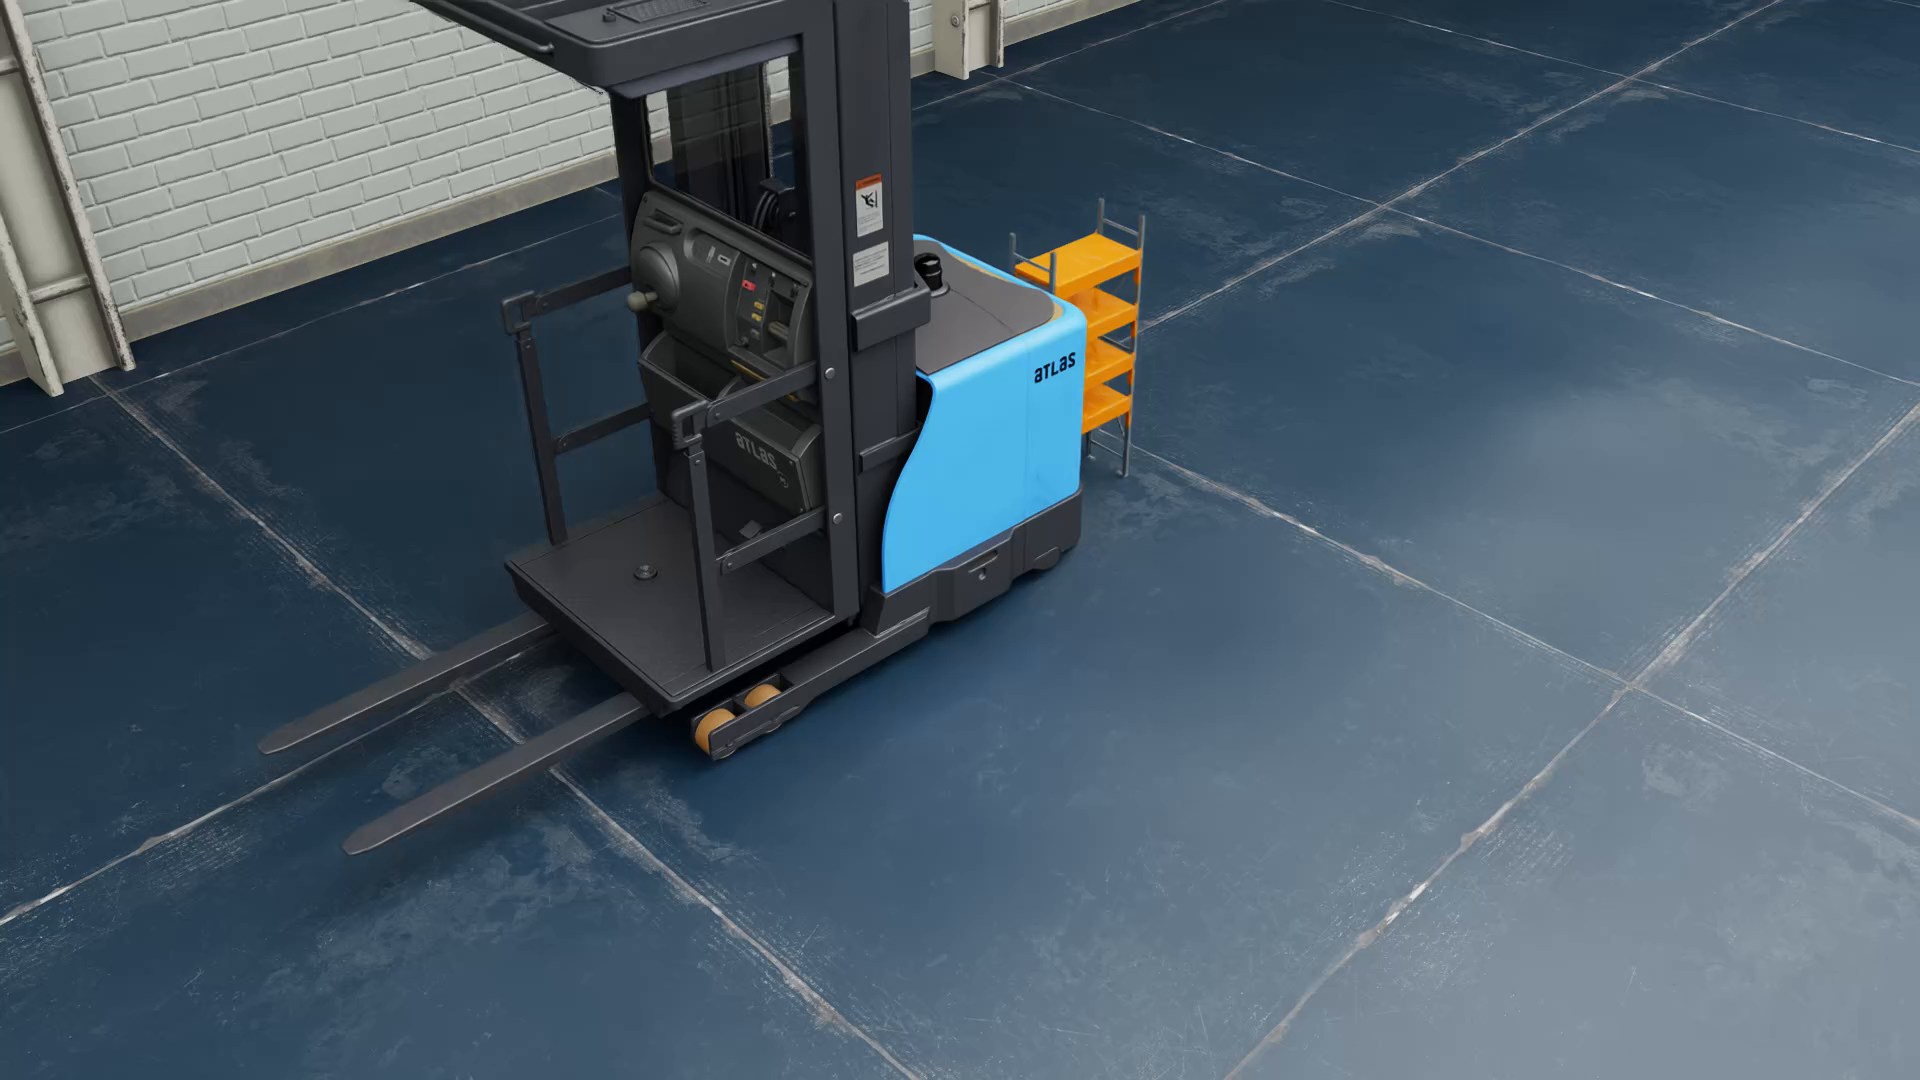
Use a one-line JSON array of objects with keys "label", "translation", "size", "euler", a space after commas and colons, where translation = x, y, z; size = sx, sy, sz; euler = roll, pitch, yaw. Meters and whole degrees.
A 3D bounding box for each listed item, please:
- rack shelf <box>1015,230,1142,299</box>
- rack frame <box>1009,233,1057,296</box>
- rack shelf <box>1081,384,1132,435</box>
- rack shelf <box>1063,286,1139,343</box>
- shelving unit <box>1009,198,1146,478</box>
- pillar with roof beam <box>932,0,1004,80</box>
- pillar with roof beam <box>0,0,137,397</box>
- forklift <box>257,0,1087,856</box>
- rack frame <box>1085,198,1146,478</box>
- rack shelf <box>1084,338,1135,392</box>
[{"label": "rack shelf", "translation": [0.454, -1.040, 6.506], "size": [0.480, 0.148, 0.258], "euler": [-28, 43, -34]}, {"label": "rack frame", "translation": [0.274, -0.624, 6.595], "size": [0.015, 1.200, 0.240], "euler": [-28, 43, -34]}, {"label": "rack shelf", "translation": [0.454, -0.500, 6.883], "size": [0.480, 0.148, 0.258], "euler": [-28, 43, -34]}, {"label": "rack shelf", "translation": [0.454, -0.846, 6.641], "size": [0.480, 0.148, 0.258], "euler": [-28, 43, -34]}, {"label": "shelving unit", "translation": [0.454, -0.718, 6.731], "size": [0.503, 1.200, 0.258], "euler": [-28, 43, -34]}, {"label": "pillar with roof beam", "translation": [3.109, -5.195, 6.333], "size": [9.100, 9.000, 0.400], "euler": [30, 45, 35]}, {"label": "pillar with roof beam", "translation": [-1.118, -2.760, 2.841], "size": [9.100, 9.000, 0.400], "euler": [30, 45, 35]}, {"label": "forklift", "translation": [-0.946, -0.795, 5.328], "size": [3.031, 2.935, 1.130], "euler": [-28, 43, -34]}, {"label": "rack frame", "translation": [0.634, -0.812, 6.866], "size": [0.015, 1.200, 0.240], "euler": [-28, 43, -34]}, {"label": "rack shelf", "translation": [0.454, -0.663, 6.769], "size": [0.480, 0.148, 0.258], "euler": [-28, 43, -34]}]
